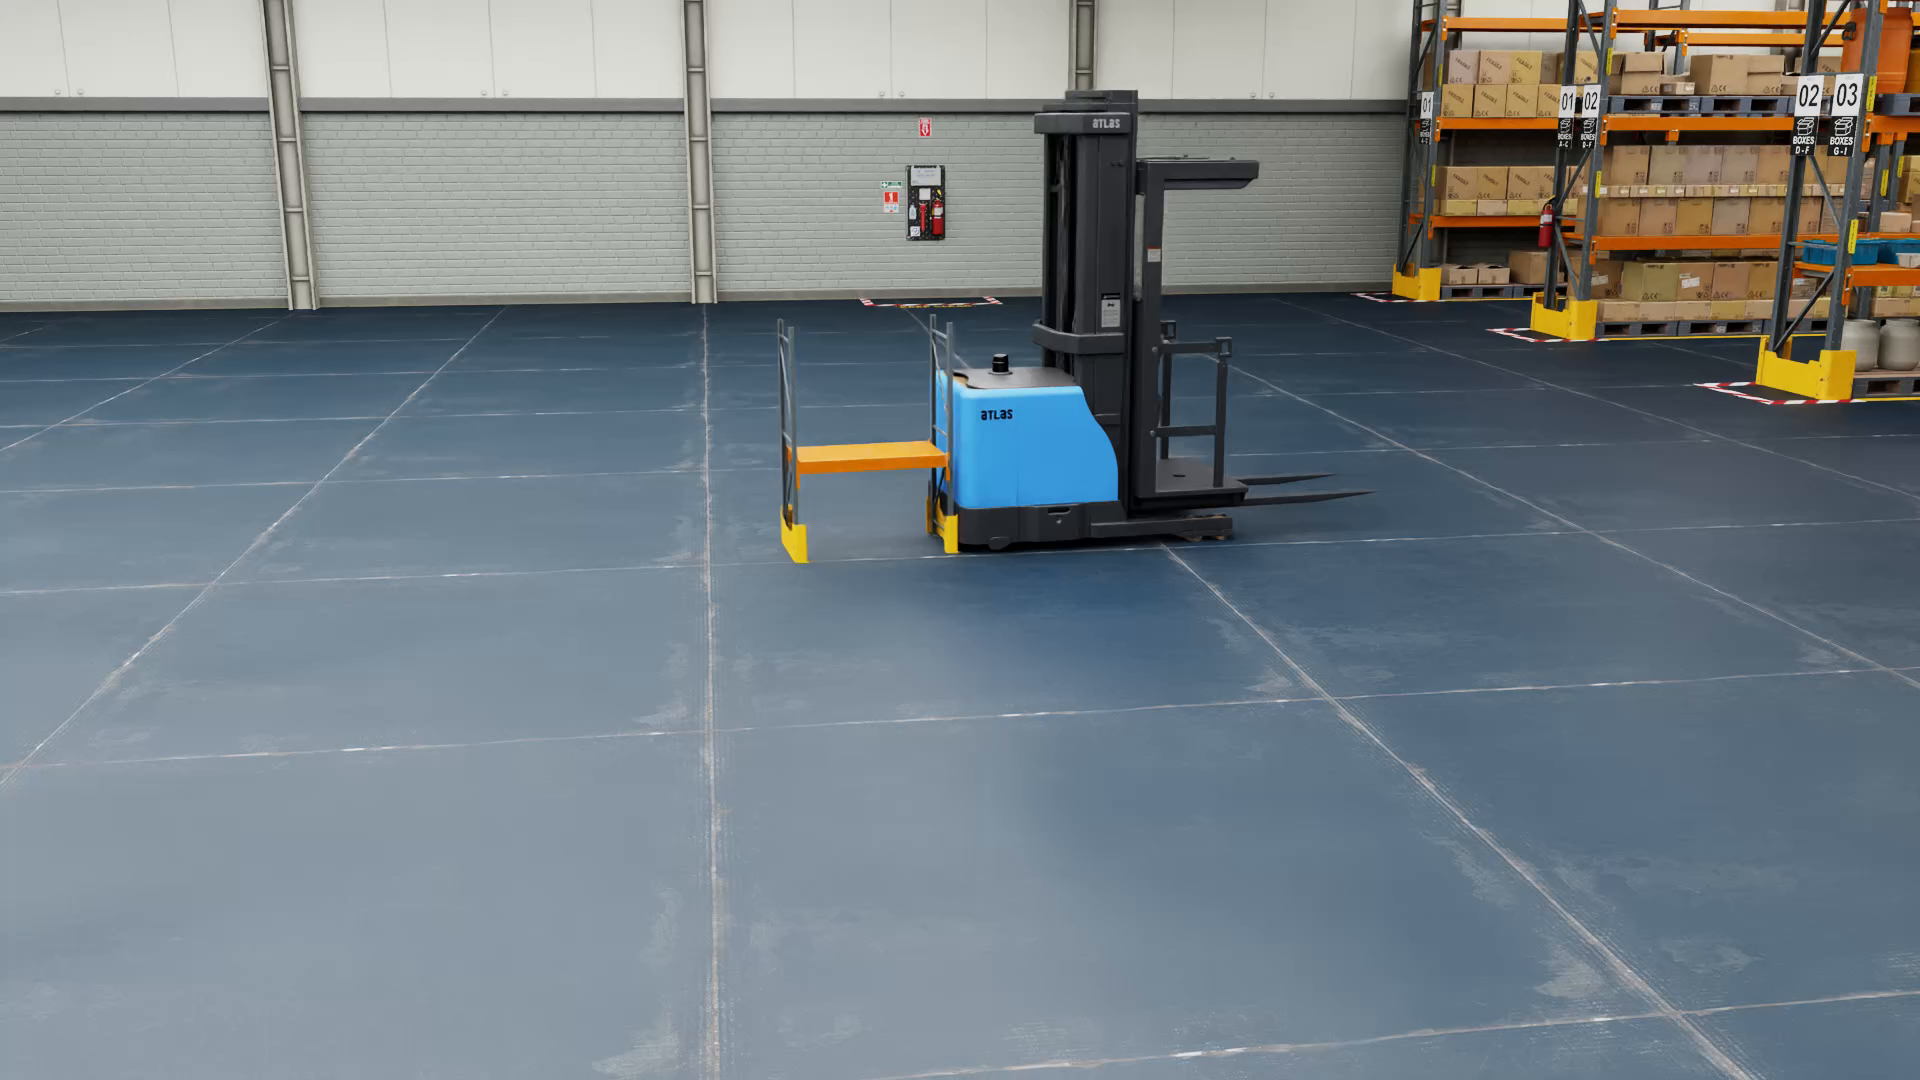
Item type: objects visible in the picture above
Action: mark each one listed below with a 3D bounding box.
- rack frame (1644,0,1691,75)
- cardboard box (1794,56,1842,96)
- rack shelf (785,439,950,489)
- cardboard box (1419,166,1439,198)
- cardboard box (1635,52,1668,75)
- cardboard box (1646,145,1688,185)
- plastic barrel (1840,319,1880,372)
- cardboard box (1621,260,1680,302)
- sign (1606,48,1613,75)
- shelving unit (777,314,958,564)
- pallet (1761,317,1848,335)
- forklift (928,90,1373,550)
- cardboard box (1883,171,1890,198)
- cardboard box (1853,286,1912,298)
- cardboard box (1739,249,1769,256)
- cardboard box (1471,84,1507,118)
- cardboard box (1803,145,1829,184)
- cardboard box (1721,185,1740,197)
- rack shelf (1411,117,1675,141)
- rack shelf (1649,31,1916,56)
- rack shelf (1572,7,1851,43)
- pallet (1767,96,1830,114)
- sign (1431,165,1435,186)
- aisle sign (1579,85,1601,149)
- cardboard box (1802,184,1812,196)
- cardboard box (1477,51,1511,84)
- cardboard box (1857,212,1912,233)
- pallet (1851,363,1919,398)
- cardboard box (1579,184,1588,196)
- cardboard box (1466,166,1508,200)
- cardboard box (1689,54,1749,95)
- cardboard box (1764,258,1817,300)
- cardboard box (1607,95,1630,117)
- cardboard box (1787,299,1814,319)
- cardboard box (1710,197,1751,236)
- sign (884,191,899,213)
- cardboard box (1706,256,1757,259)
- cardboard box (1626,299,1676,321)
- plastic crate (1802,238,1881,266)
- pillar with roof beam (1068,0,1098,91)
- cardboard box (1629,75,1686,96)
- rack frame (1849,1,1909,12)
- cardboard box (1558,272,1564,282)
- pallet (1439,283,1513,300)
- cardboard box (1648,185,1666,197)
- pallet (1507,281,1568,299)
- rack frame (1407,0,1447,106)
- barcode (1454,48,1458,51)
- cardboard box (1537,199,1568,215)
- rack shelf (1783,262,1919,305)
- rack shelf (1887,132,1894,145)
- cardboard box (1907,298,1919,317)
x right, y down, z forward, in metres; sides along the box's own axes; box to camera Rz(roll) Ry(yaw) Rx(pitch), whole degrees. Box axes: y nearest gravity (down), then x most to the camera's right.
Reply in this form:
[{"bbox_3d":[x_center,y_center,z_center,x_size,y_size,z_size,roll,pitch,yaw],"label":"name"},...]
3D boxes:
[{"bbox_3d":[11.249,-8.443,26.388,0.127,3.000,1.000,-2,14,-8],"label":"rack frame"},{"bbox_3d":[11.454,-6.162,22.102,0.500,0.500,0.500,-1,14,-4],"label":"cardboard box"},{"bbox_3d":[-0.613,-0.503,10.882,1.000,0.185,0.538,-4,15,-14],"label":"rack shelf"},{"bbox_3d":[7.728,-5.757,26.737,0.500,0.500,0.500,-2,14,-9],"label":"cardboard box"},{"bbox_3d":[10.794,-7.448,26.285,0.500,0.500,0.500,-3,14,-13],"label":"cardboard box"},{"bbox_3d":[9.071,-4.911,21.764,0.500,0.500,0.700,-2,14,-10],"label":"cardboard box"},{"bbox_3d":[9.409,-2.044,17.458,0.421,0.512,0.421,0,14,0],"label":"plastic barrel"},{"bbox_3d":[9.093,-3.415,21.920,0.500,0.500,0.500,-2,14,-8],"label":"cardboard box"},{"bbox_3d":[8.112,-5.980,20.775,0.005,0.325,0.100,-2,14,-8],"label":"sign"},{"bbox_3d":[-0.604,-0.678,10.841,1.083,1.500,0.587,-4,15,-14],"label":"shelving unit"},{"bbox_3d":[11.198,-2.970,22.632,1.213,0.211,1.003,-2,14,-8],"label":"pallet"},{"bbox_3d":[1.352,-1.530,11.298,3.031,2.935,1.130,-4,15,-14],"label":"forklift"},{"bbox_3d":[15.633,-5.961,27.967,0.500,0.500,0.500,-2,14,-8],"label":"cardboard box"},{"bbox_3d":[12.437,-3.439,22.403,0.500,0.311,0.500,-2,14,-8],"label":"cardboard box"},{"bbox_3d":[12.989,-4.604,27.649,0.500,0.500,0.700,-2,14,-8],"label":"cardboard box"},{"bbox_3d":[8.198,-6.864,26.013,0.500,0.500,0.500,-1,14,-5],"label":"cardboard box"},{"bbox_3d":[11.054,-4.983,22.053,0.500,0.500,0.700,-2,14,-8],"label":"cardboard box"},{"bbox_3d":[9.976,-4.578,21.770,0.250,0.149,0.380,-2,14,-8],"label":"cardboard box"},{"bbox_3d":[9.272,-6.567,26.552,4.000,0.370,1.077,-2,14,-8],"label":"rack shelf"},{"bbox_3d":[13.227,-7.973,26.814,4.000,0.370,1.077,-2,14,-8],"label":"rack shelf"},{"bbox_3d":[10.013,-6.636,21.485,4.000,0.370,1.077,-2,14,-8],"label":"rack shelf"},{"bbox_3d":[11.151,-5.716,21.865,1.213,0.211,1.003,-2,14,-8],"label":"pallet"},{"bbox_3d":[7.375,-5.678,25.914,0.005,0.325,0.100,-2,14,-8],"label":"sign"},{"bbox_3d":[8.016,-5.382,21.170,0.004,0.787,0.394,-2,14,-8],"label":"aisle sign"},{"bbox_3d":[10.991,-4.615,21.919,0.250,0.149,0.380,-2,14,-8],"label":"cardboard box"},{"bbox_3d":[8.215,-7.348,25.886,0.500,0.500,0.500,-2,14,-9],"label":"cardboard box"},{"bbox_3d":[12.471,-4.297,22.499,0.500,0.250,0.500,-1,14,-5],"label":"cardboard box"},{"bbox_3d":[9.642,-1.695,17.546,1.213,0.211,1.003,-2,14,-8],"label":"pallet"},{"bbox_3d":[8.385,-4.619,21.936,0.250,0.149,0.380,-2,14,-9],"label":"cardboard box"},{"bbox_3d":[8.301,-5.649,26.307,0.500,0.500,0.500,-2,14,-8],"label":"cardboard box"},{"bbox_3d":[9.719,-5.966,21.322,0.500,0.500,0.500,-2,14,-8],"label":"cardboard box"},{"bbox_3d":[11.069,-3.491,22.222,0.500,0.500,0.500,-2,14,-8],"label":"cardboard box"},{"bbox_3d":[10.285,-6.953,26.368,0.500,0.500,0.500,-3,14,-13],"label":"cardboard box"},{"bbox_3d":[11.069,-3.127,22.311,0.500,0.250,0.500,-2,14,-8],"label":"cardboard box"},{"bbox_3d":[10.030,-4.316,22.059,0.500,0.500,0.700,-2,14,-7],"label":"cardboard box"},{"bbox_3d":[-1.087,-5.346,26.298,0.234,0.329,0.001,-2,14,-8],"label":"sign"},{"bbox_3d":[10.497,-3.598,22.648,0.500,0.500,0.500,-2,14,-8],"label":"cardboard box"},{"bbox_3d":[9.093,-3.052,22.013,0.500,0.250,0.500,-2,14,-8],"label":"cardboard box"},{"bbox_3d":[9.220,-3.023,17.415,0.616,0.251,0.499,-2,14,-8],"label":"plastic crate"},{"bbox_3d":[2.566,-7.278,21.745,0.400,9.000,9.100,-2,14,-8],"label":"pillar with roof beam"},{"bbox_3d":[9.135,-5.956,21.794,0.500,0.250,0.500,-2,14,-8],"label":"cardboard box"},{"bbox_3d":[11.991,-7.252,21.638,0.127,3.000,1.000,-2,14,-8],"label":"rack frame"},{"bbox_3d":[9.665,-4.311,27.200,0.250,0.149,0.380,-3,14,-13],"label":"cardboard box"},{"bbox_3d":[8.178,-4.059,26.974,1.213,0.211,1.003,-2,14,-8],"label":"pallet"},{"bbox_3d":[8.963,-4.541,21.624,0.250,0.149,0.380,-2,14,-8],"label":"cardboard box"},{"bbox_3d":[9.382,-4.103,27.147,1.213,0.211,1.003,-2,14,-8],"label":"pallet"},{"bbox_3d":[7.294,-8.298,25.810,0.127,3.000,1.000,-2,14,-8],"label":"rack frame"},{"bbox_3d":[7.922,-7.814,26.551,0.075,0.075,0.001,-2,14,-8],"label":"barcode"},{"bbox_3d":[9.340,-5.323,26.550,0.500,0.250,0.500,-2,14,-8],"label":"cardboard box"},{"bbox_3d":[10.748,-2.729,17.414,4.000,0.370,1.077,-2,14,-8],"label":"rack shelf"},{"bbox_3d":[13.969,-5.520,22.379,4.000,0.370,1.077,-2,14,-8],"label":"rack shelf"},{"bbox_3d":[12.932,-3.185,22.544,0.500,0.250,0.500,-2,14,-7],"label":"cardboard box"}]
